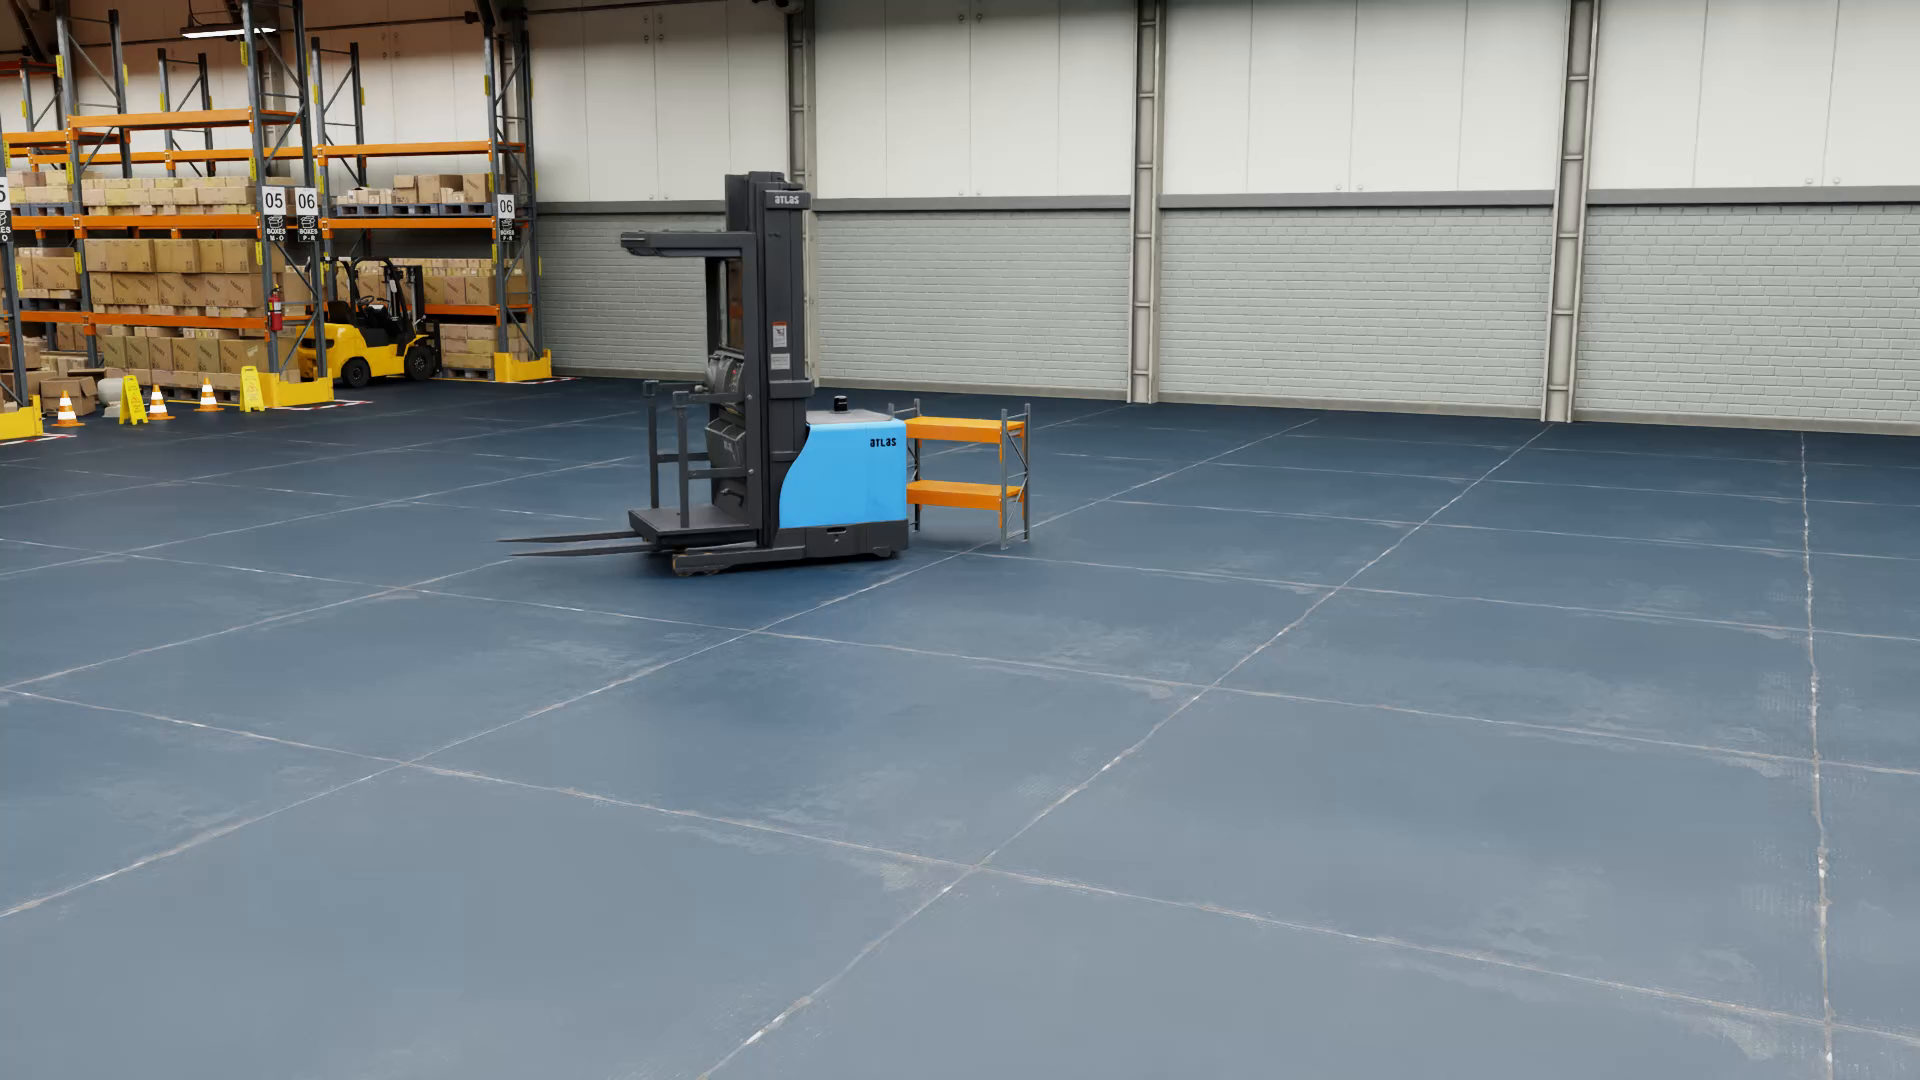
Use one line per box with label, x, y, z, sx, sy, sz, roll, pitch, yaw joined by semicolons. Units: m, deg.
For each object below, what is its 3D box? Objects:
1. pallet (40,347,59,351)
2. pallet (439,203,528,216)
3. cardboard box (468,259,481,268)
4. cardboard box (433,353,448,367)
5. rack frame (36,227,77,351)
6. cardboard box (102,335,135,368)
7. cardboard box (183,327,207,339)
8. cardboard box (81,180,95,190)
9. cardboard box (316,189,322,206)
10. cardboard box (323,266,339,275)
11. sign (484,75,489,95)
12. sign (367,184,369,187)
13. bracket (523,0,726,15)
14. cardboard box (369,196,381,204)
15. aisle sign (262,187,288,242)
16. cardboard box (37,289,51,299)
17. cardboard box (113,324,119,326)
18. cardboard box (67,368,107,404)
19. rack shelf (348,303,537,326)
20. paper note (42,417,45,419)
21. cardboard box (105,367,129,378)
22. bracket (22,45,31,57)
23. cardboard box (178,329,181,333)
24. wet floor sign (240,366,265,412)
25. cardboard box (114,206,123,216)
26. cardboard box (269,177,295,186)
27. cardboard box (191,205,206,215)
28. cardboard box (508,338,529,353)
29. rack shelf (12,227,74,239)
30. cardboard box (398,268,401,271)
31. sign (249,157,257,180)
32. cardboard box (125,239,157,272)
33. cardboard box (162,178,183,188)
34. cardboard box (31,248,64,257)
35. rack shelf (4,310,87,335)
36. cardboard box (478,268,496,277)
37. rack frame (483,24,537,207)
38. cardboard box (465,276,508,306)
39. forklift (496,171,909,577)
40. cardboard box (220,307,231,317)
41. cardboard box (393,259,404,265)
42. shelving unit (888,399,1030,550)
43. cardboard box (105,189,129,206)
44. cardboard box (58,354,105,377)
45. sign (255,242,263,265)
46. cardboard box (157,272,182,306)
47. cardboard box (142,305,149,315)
pallet;-19.128;-3.954;34.985;1.213;0.211;1.003;5;11;26
pallet;-8.374;-5.819;29.284;1.213;0.211;1.003;5;11;26
cardboard box;-8.401;-4.850;29.169;0.250;0.149;0.380;5;11;26
cardboard box;-9.199;-3.248;29.796;0.500;0.250;0.500;5;11;26
rack frame;-18.513;-5.272;34.437;0.127;3.000;1.000;5;11;26
cardboard box;-13.122;-2.982;26.217;0.500;0.500;0.500;6;12;29
cardboard box;-11.597;-3.156;25.361;0.250;0.149;0.380;6;12;28
cardboard box;-13.393;-5.516;25.831;0.250;0.149;0.380;5;11;25
cardboard box;-12.095;-6.348;30.748;0.500;0.311;0.500;5;11;24
cardboard box;-11.743;-5.001;30.840;0.250;0.149;0.380;5;12;28
sign;-8.004;-7.691;28.115;0.005;0.325;0.100;5;11;26
sign;-11.094;-6.500;31.124;0.005;0.325;0.100;5;11;26
bracket;-5.436;-8.955;27.833;4.783;0.066;0.076;5;11;26
cardboard box;-10.381;-6.105;29.865;0.250;0.149;0.380;5;12;28
aisle sign;-10.017;-4.761;24.316;0.004;0.787;0.394;5;11;26
cardboard box;-14.591;-3.966;26.748;0.250;0.149;0.380;5;11;25
cardboard box;-16.855;-4.388;33.568;0.250;0.149;0.380;5;11;26
cardboard box;-13.173;-2.318;25.127;0.500;0.500;0.500;-4;11;-23
rack shelf;-9.545;-4.130;30.147;4.000;0.370;1.077;5;11;26
paper note;-12.662;-1.664;22.846;0.144;0.017;0.142;-10;14;-43
cardboard box;-13.122;-2.613;26.284;0.500;0.250;0.500;4;11;23
bracket;-19.268;-10.170;34.548;0.430;0.232;0.235;5;11;26
cardboard box;-15.400;-3.932;32.875;0.500;0.500;0.500;5;12;27
wet floor sign;-10.247;-2.189;24.013;0.267;0.644;0.232;-10;14;-43
cardboard box;-12.879;-5.106;25.801;0.250;0.149;0.380;5;11;26
cardboard box;-10.173;-5.339;24.849;0.250;0.149;0.380;5;11;25
cardboard box;-11.291;-4.953;24.955;0.250;0.149;0.380;5;11;25
cardboard box;-8.081;-3.496;29.763;0.500;0.250;0.500;5;12;27
rack shelf;-20.306;-6.552;35.105;4.000;0.370;1.077;5;11;26
cardboard box;-10.034;-4.837;29.933;0.250;0.149;0.380;5;11;24
sign;-10.208;-5.358;24.003;0.005;0.325;0.100;5;11;26
cardboard box;-12.346;-4.379;25.580;0.500;0.500;0.700;5;11;25
cardboard box;-11.768;-5.373;25.039;0.250;0.149;0.380;5;12;27
cardboard box;-14.669;-4.622;26.732;0.250;0.149;0.380;5;11;24
rack shelf;-15.325;-3.652;27.507;4.000;0.370;1.077;5;11;26
cardboard box;-8.186;-4.677;29.049;0.250;0.149;0.380;5;11;27
rack frame;-7.751;-7.278;28.678;0.127;3.000;1.000;5;11;26
cardboard box;-8.309;-4.372;29.186;0.500;0.500;0.500;5;11;25
forklift;-1.966;-1.278;12.559;3.031;2.935;1.130;-4;11;-23
cardboard box;-10.871;-3.431;24.970;0.250;0.149;0.380;5;11;25
cardboard box;-9.994;-4.995;29.969;0.250;0.149;0.380;5;11;26
shelving unit;-0.006;-0.554;13.633;1.048;1.125;0.538;5;11;26
cardboard box;-12.791;-5.280;25.642;0.500;0.250;0.500;5;11;25
cardboard box;-14.003;-2.803;26.995;0.625;0.372;0.950;5;11;27
sign;-10.208;-4.172;24.218;0.005;0.325;0.100;5;11;26
cardboard box;-11.893;-3.851;25.468;0.500;0.500;0.500;5;11;26
cardboard box;-12.430;-3.580;25.794;0.250;0.149;0.380;5;11;26
